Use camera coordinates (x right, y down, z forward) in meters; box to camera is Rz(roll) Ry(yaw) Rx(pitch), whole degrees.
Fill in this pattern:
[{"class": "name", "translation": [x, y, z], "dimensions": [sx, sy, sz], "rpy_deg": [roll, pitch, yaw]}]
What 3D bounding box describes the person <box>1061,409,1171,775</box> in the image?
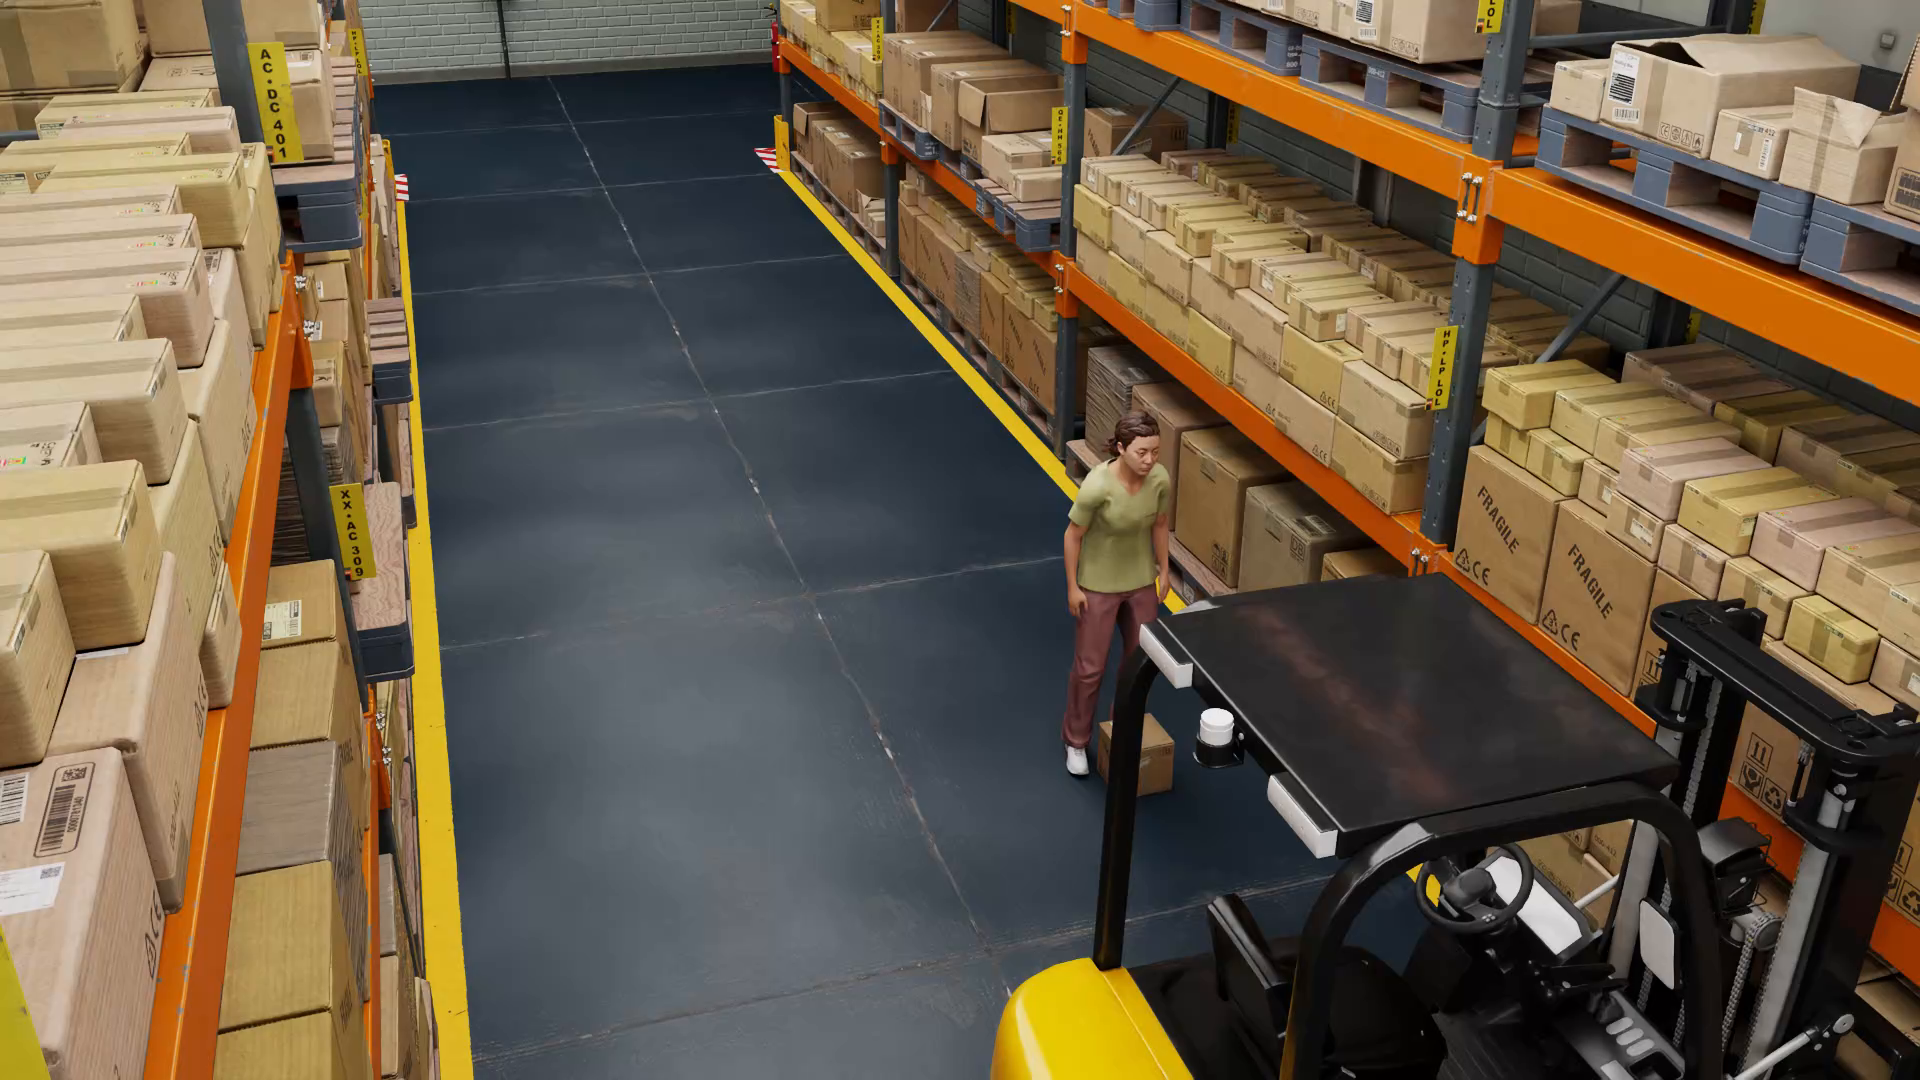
[{"class": "person", "translation": [0.690, 0.209, 7.198], "dimensions": [0.517, 1.671, 0.365], "rpy_deg": [-10, 28, -19]}]
